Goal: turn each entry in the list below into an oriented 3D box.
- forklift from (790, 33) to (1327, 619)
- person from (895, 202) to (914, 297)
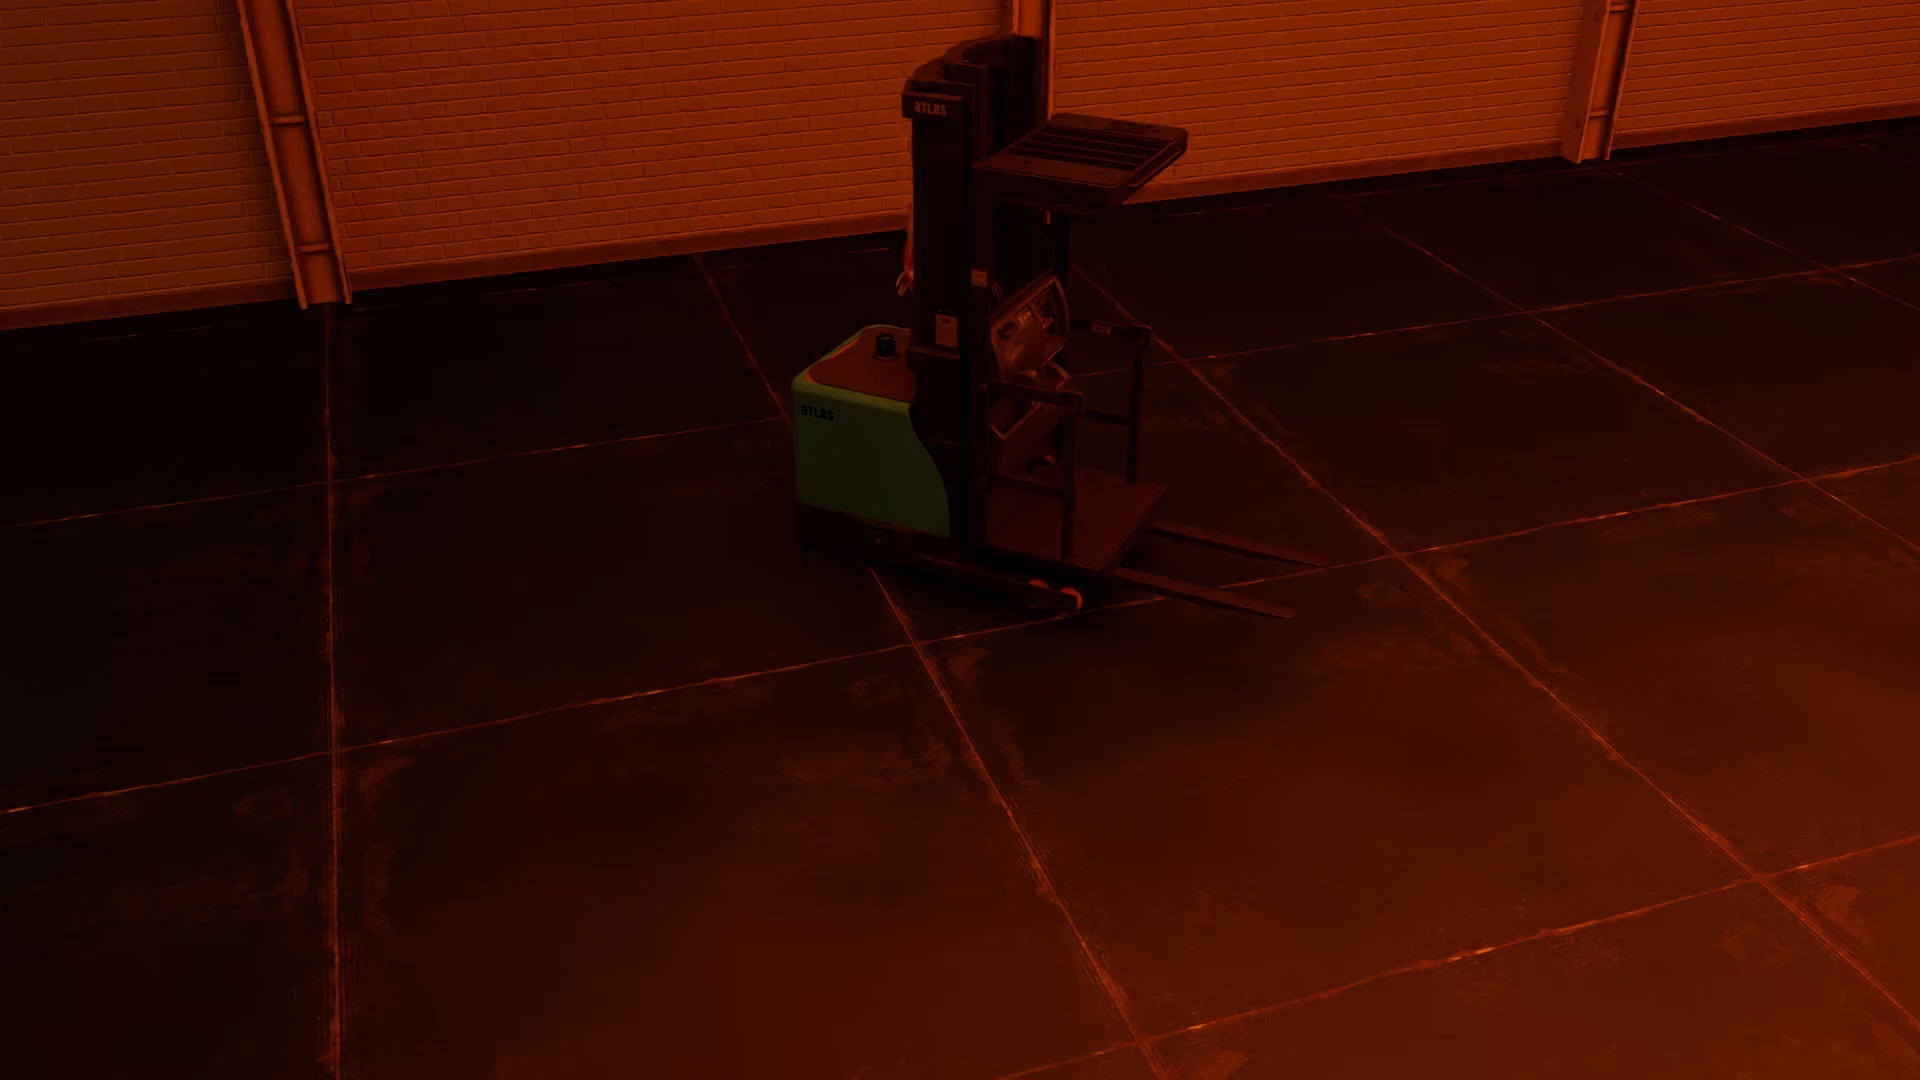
[{"bbox_3d":[0.567,-1.142,9.071,3.031,2.935,1.130,14,33,22],"label":"forklift"},{"bbox_3d":[-0.207,-1.720,11.310,0.464,1.749,0.868,-4,30,-7],"label":"person"}]
